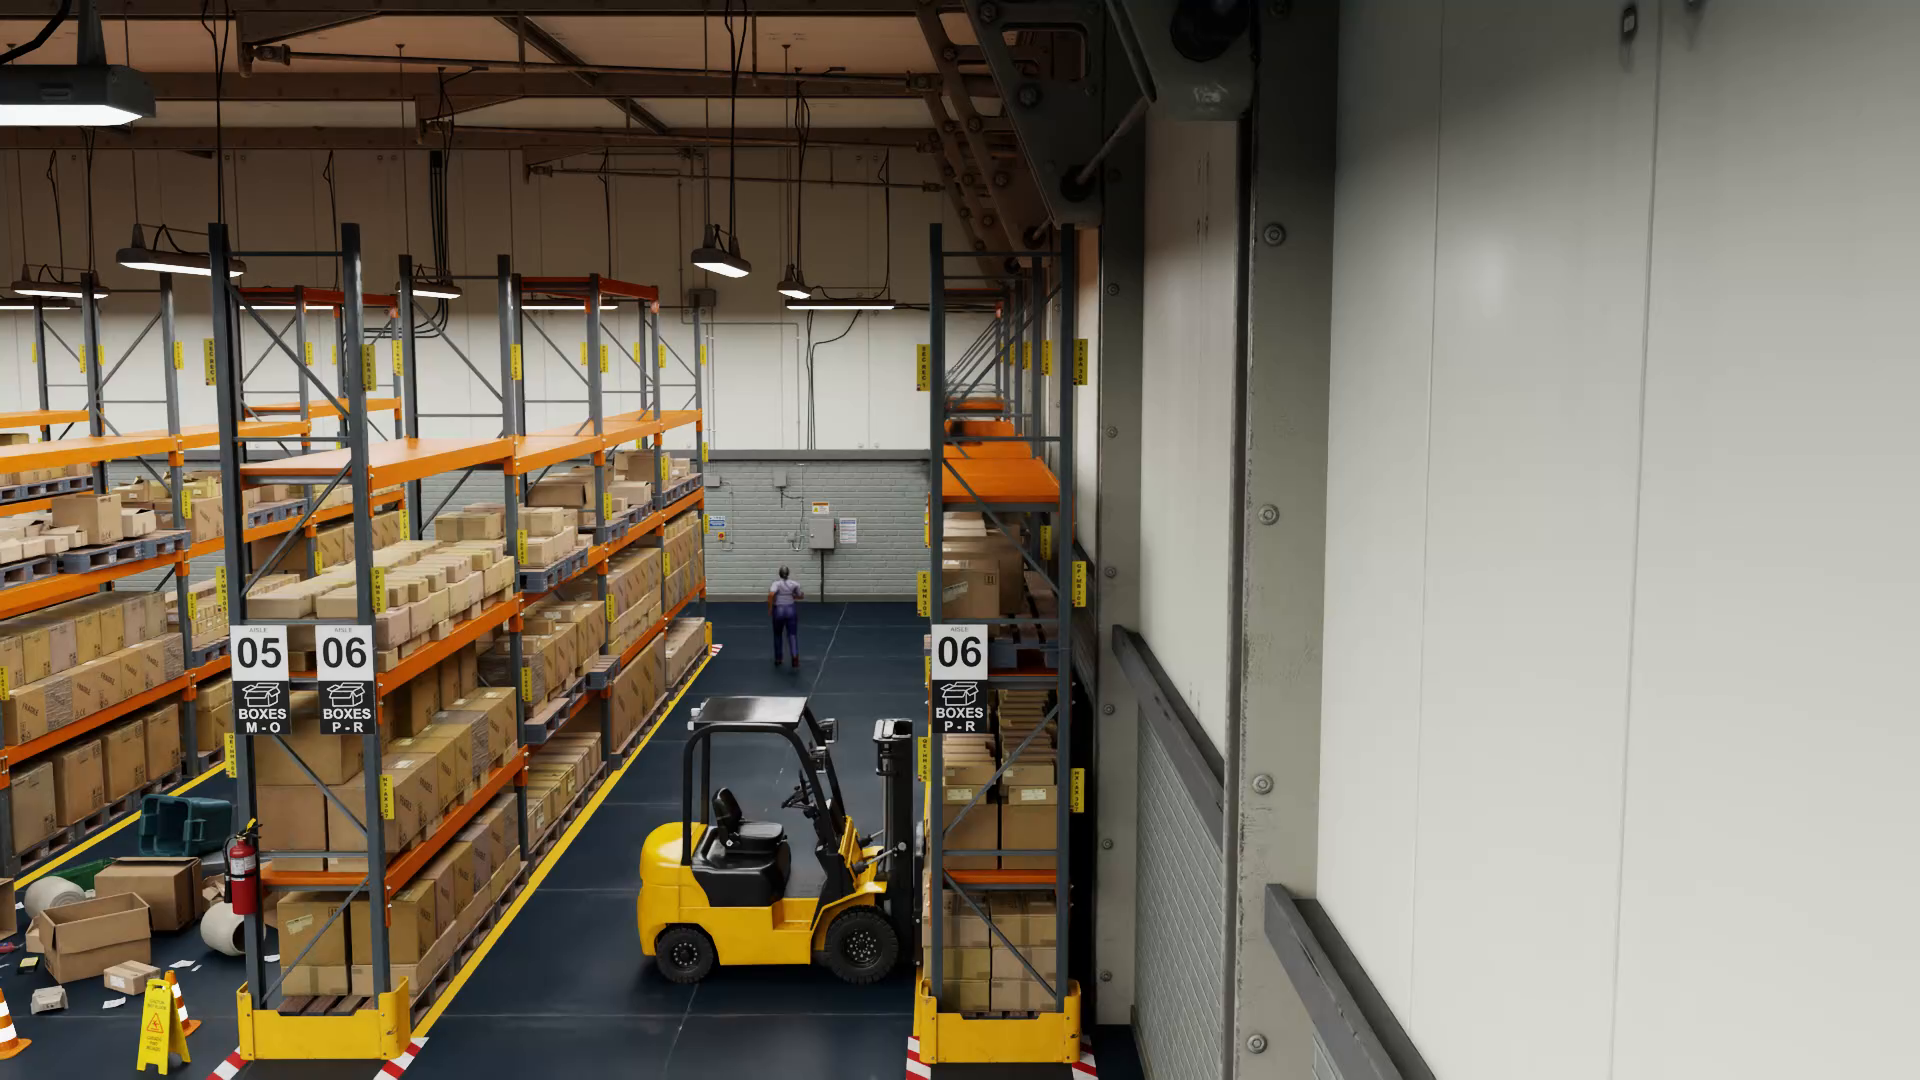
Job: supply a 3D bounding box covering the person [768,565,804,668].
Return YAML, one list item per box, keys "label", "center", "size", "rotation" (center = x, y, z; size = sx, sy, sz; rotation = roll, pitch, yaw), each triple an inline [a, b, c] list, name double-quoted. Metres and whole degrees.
- label: "person"
  center: [-2.793, 1.230, 26.600]
  size: [0.632, 1.655, 0.902]
  rotation: [-2, 7, -18]
